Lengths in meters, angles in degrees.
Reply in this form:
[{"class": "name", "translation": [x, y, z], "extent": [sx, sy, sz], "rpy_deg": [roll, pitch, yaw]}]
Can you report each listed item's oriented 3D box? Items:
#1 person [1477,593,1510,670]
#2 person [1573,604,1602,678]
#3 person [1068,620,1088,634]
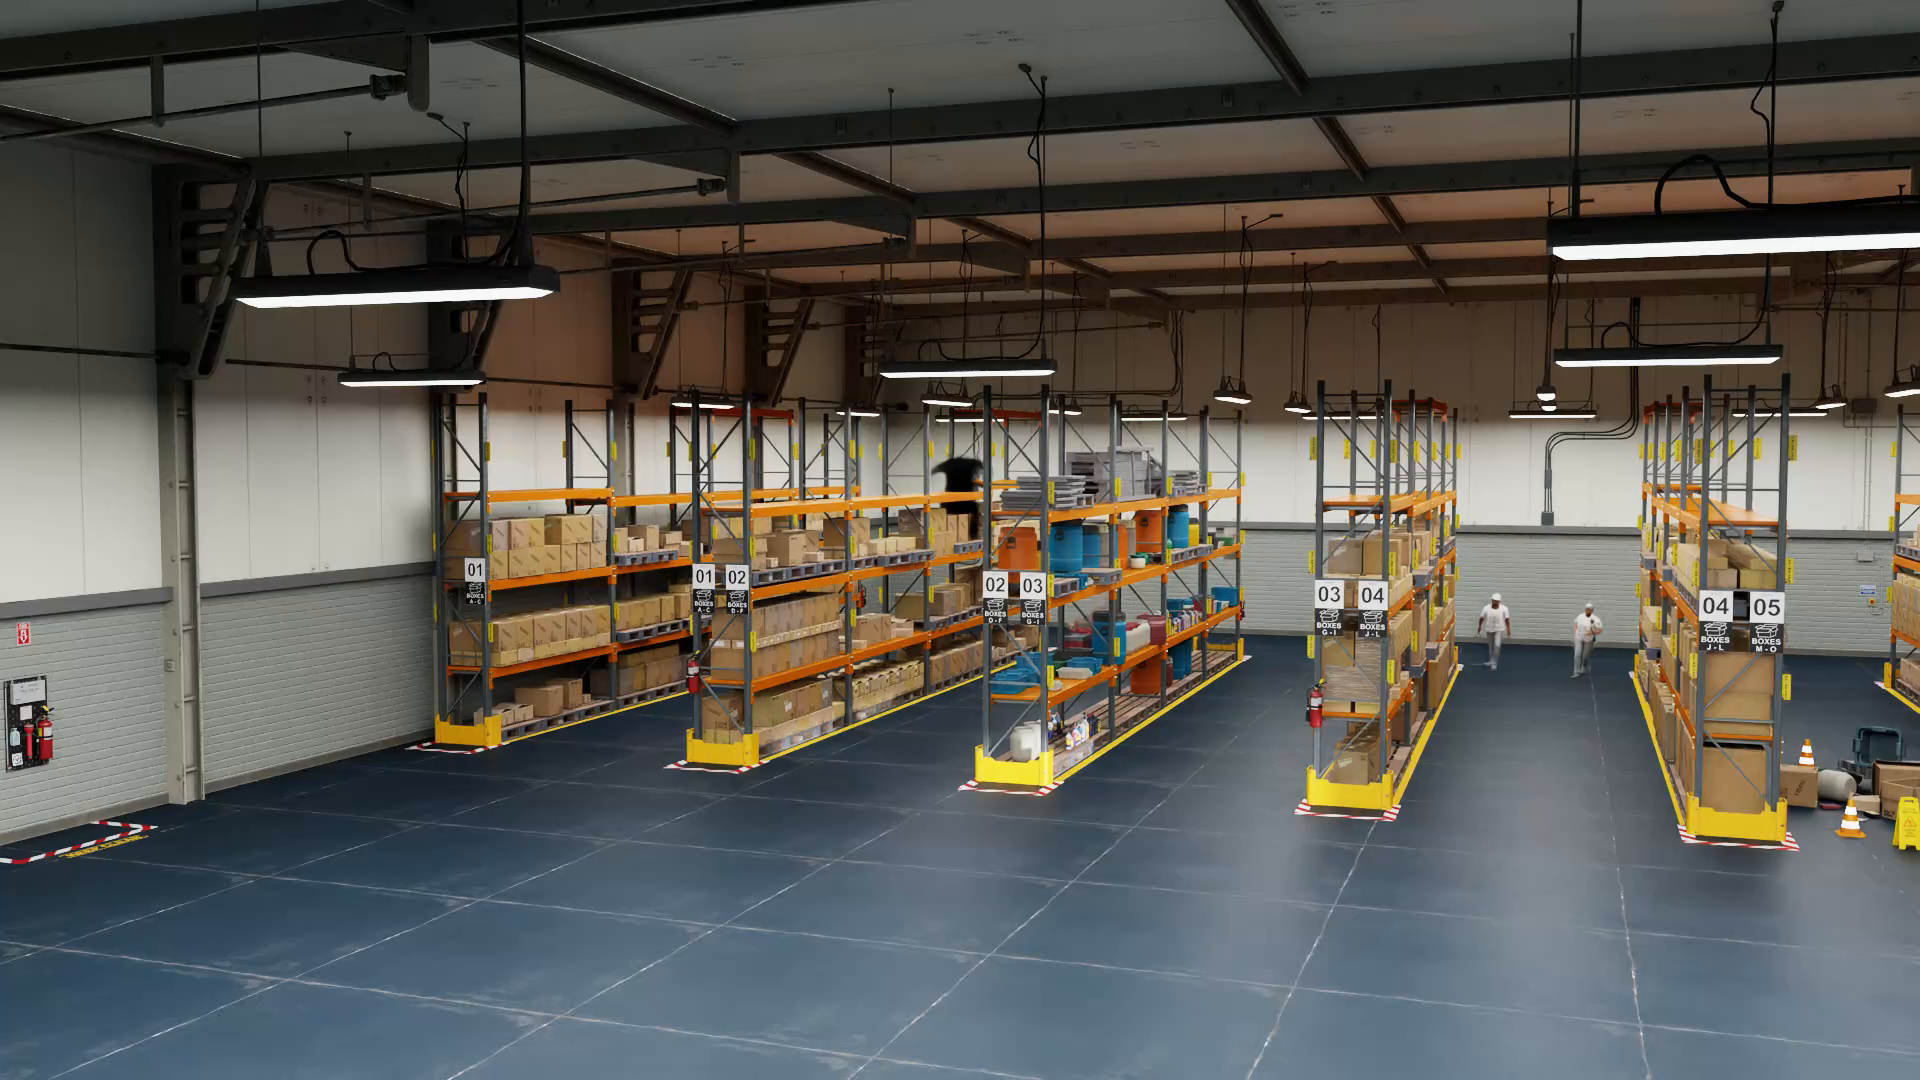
[{"class": "person", "translation": [12.236, 2.071, 38.088], "extent": [0.698, 1.720, 0.894], "rpy_deg": [2, 3, 28]}, {"class": "person", "translation": [13.941, 2.242, 36.983], "extent": [0.647, 1.649, 0.778], "rpy_deg": [2, 4, 32]}, {"class": "person", "translation": [2.580, 2.408, 35.009], "extent": [0.655, 1.531, 1.180], "rpy_deg": [2, 4, 36]}]
